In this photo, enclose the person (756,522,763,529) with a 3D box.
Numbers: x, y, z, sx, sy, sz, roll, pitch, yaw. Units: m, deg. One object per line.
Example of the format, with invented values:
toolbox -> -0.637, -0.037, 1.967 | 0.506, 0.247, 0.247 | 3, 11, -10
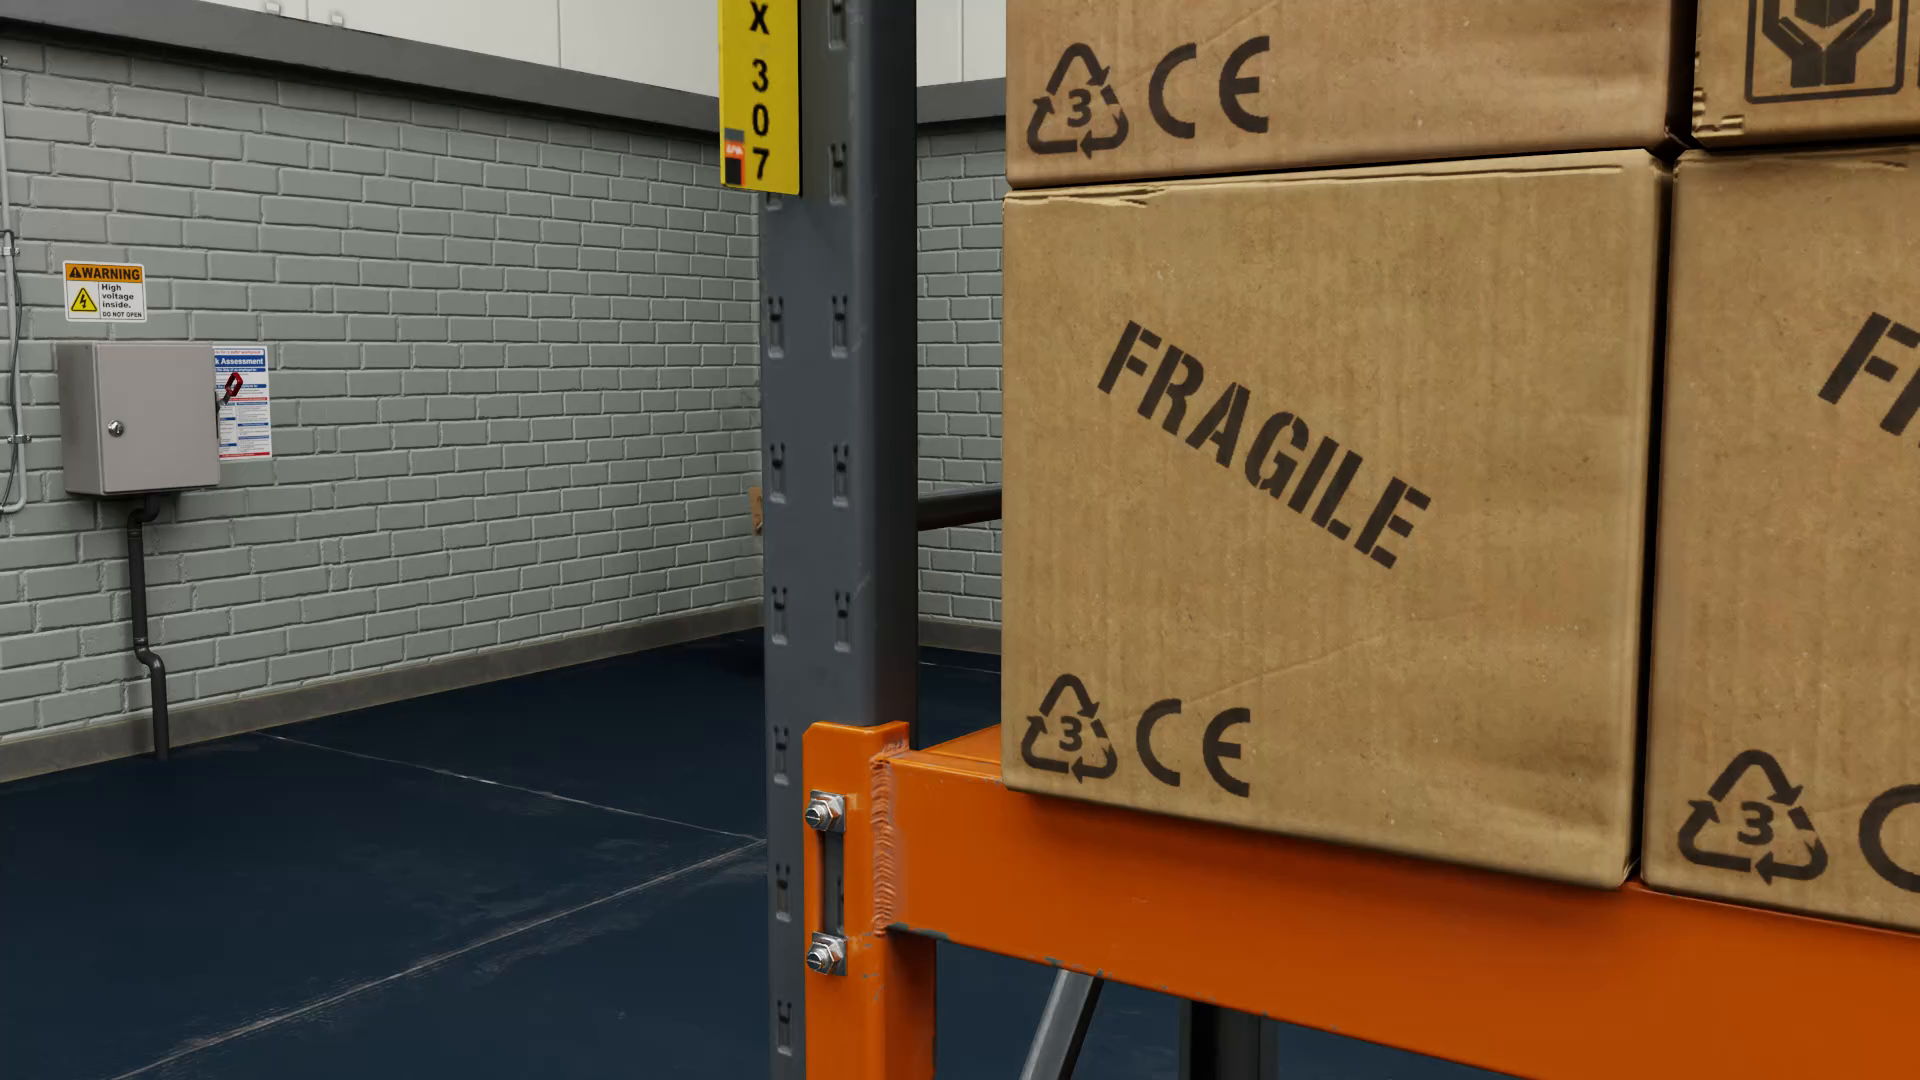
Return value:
person -> -0.737, -0.088, 8.397 | 0.549, 1.648, 0.413 | 4, 8, 32
